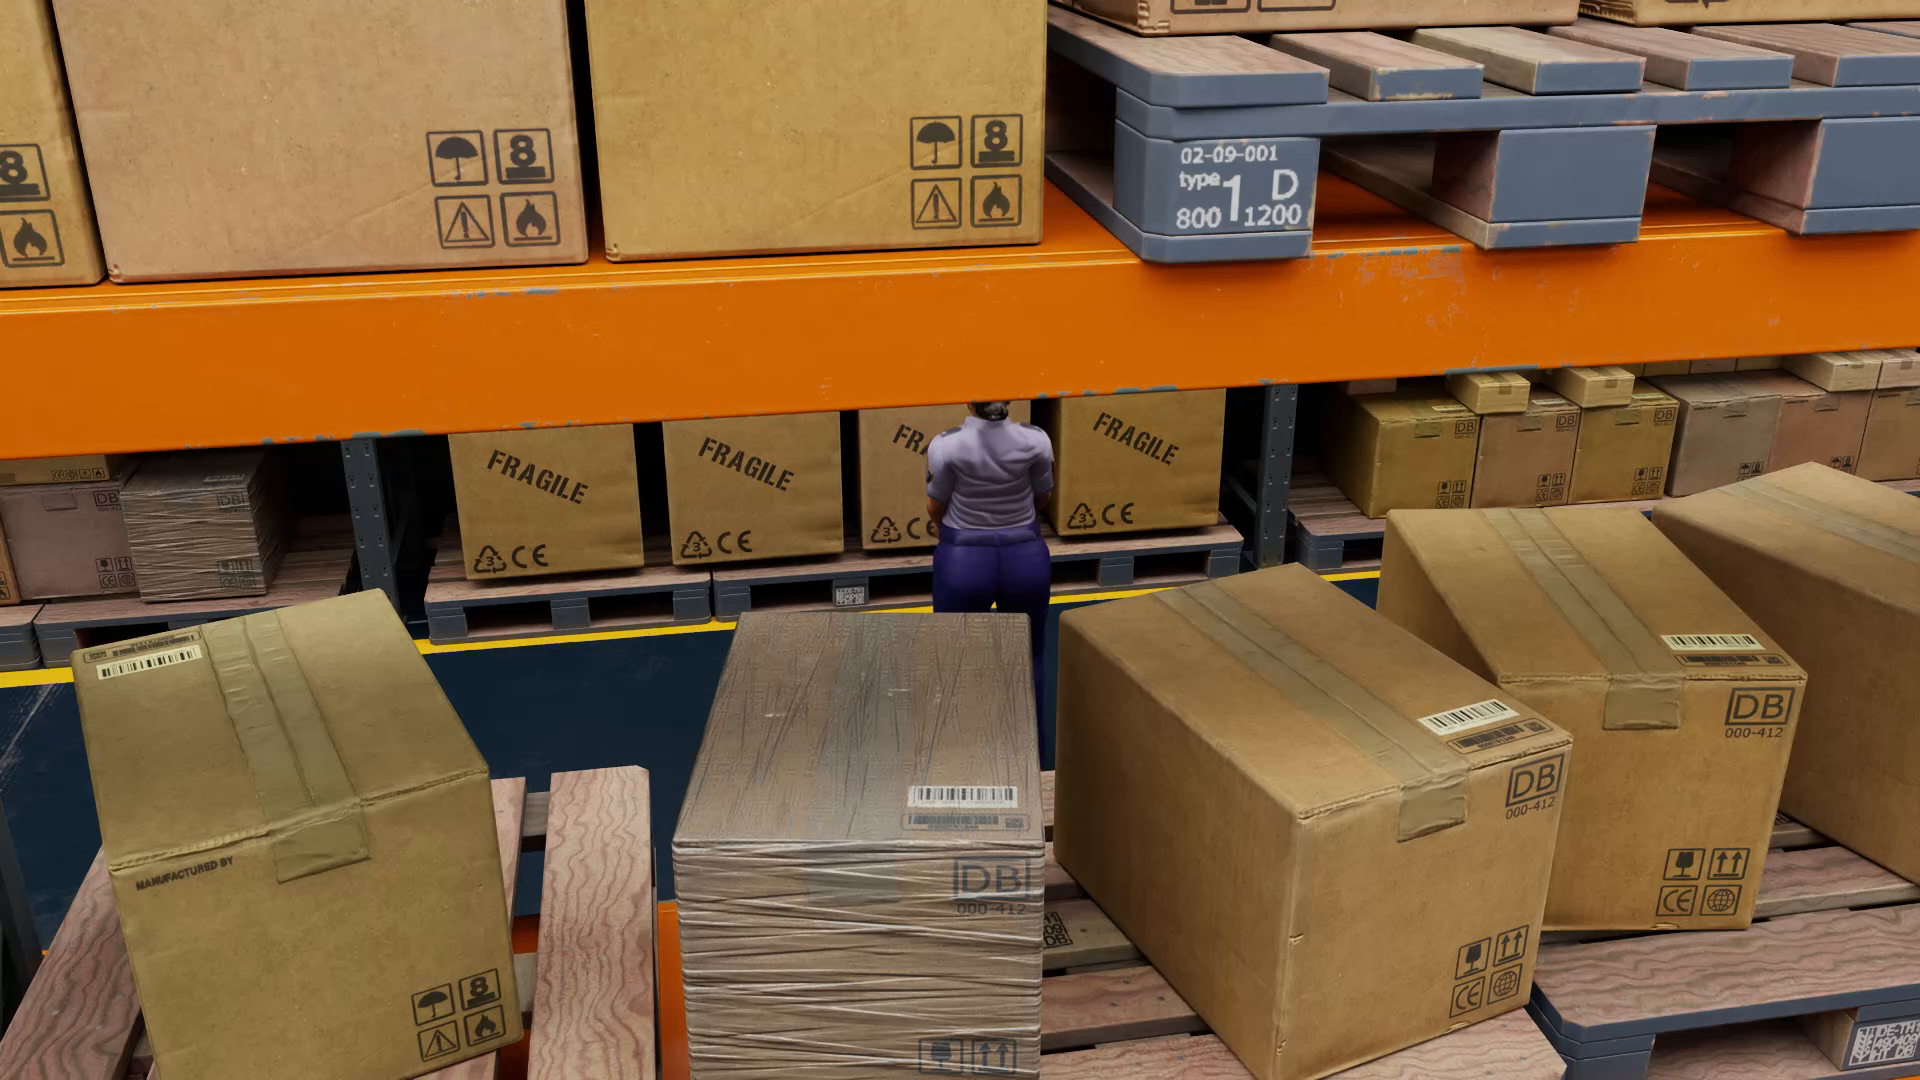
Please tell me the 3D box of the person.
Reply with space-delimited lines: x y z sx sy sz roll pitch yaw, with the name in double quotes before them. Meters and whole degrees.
"person" 0.090 0.088 5.931 0.453 1.636 0.518 -4 24 -9
